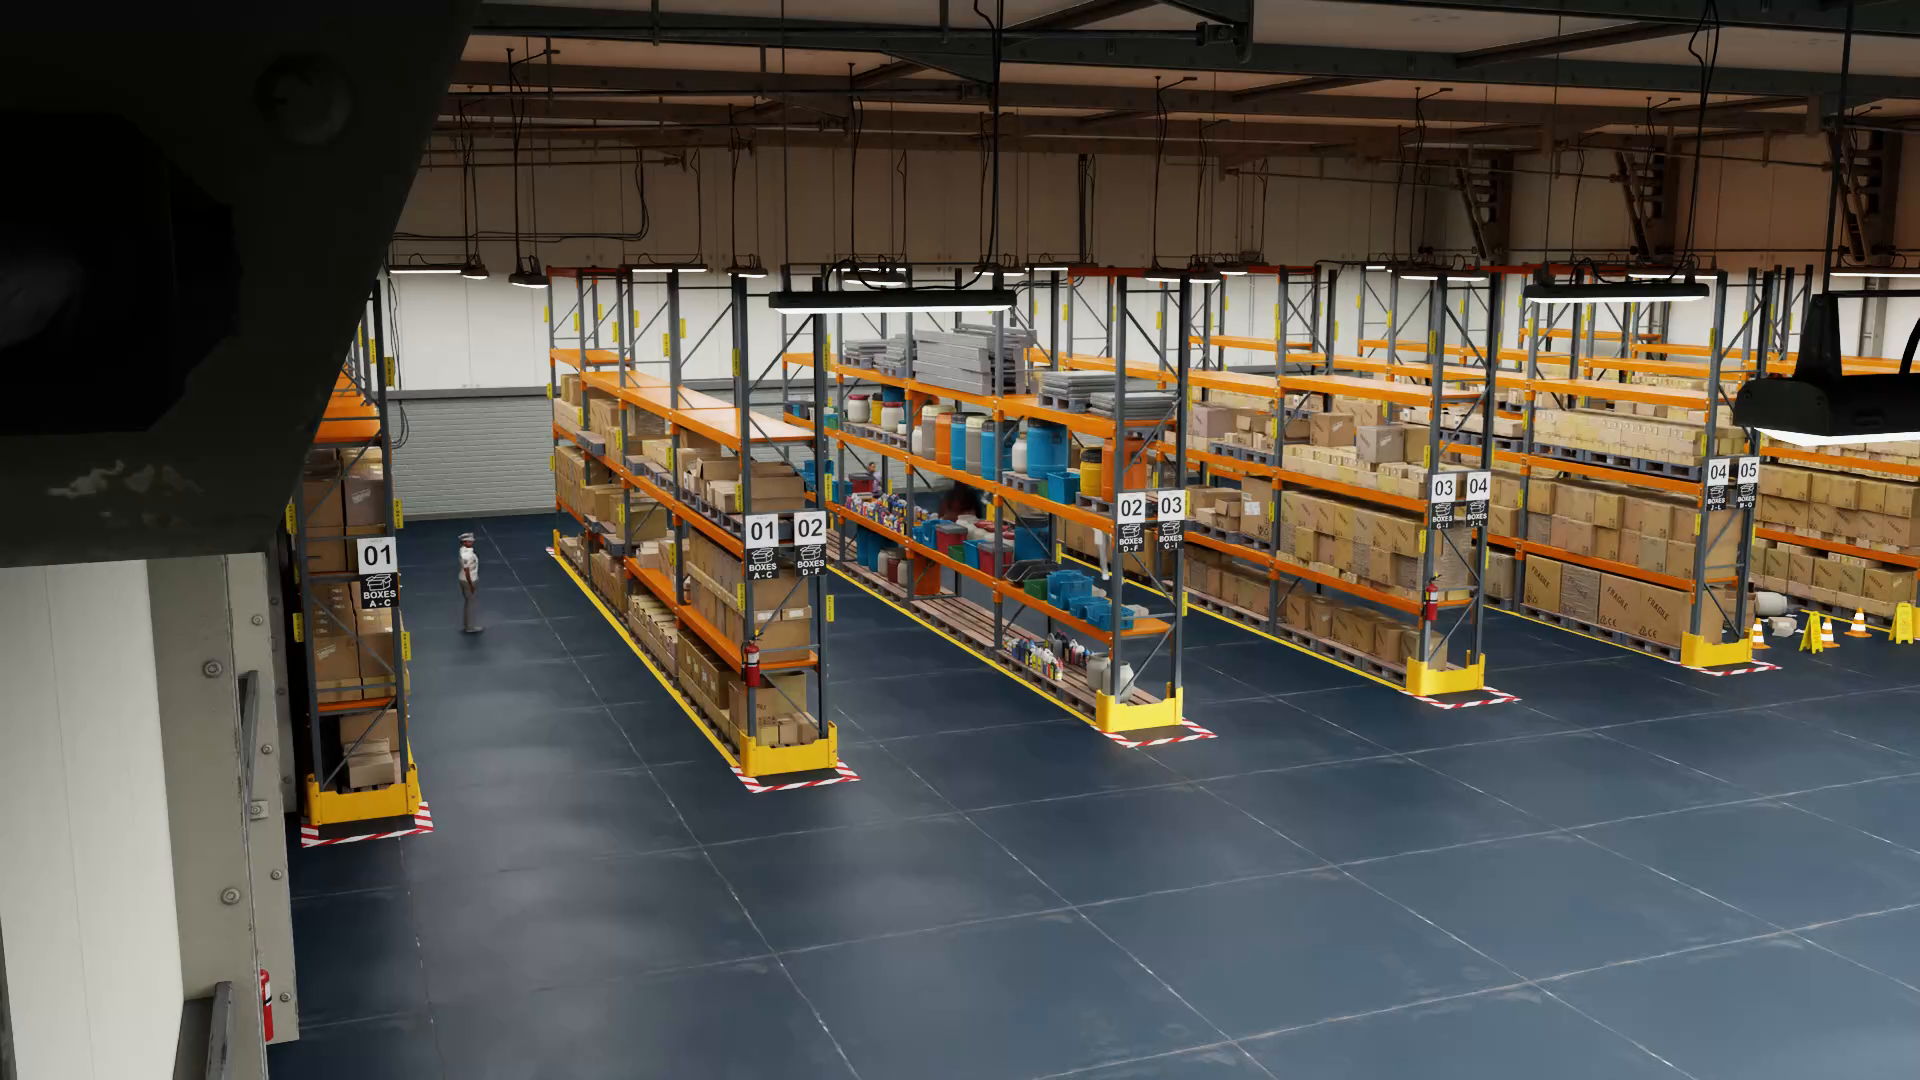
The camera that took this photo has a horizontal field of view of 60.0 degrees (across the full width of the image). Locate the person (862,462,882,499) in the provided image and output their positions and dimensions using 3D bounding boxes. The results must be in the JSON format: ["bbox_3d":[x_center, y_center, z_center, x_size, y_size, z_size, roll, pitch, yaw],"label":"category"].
[{"bbox_3d":[-1.957,-0.963,37.322,0.631,1.602,0.993,-4,11,-21],"label":"person"}]

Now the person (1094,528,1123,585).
[{"bbox_3d":[2.743,-0.115,30.667,0.619,1.849,0.422,3,10,16],"label":"person"}]

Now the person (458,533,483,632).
[{"bbox_3d":[-8.179,0.712,27.792,0.361,1.718,0.487,-5,11,-27],"label":"person"}]

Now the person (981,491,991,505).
[{"bbox_3d":[0.954,-1.620,41.206,0.561,1.635,0.984,-9,14,-43],"label":"person"}]
